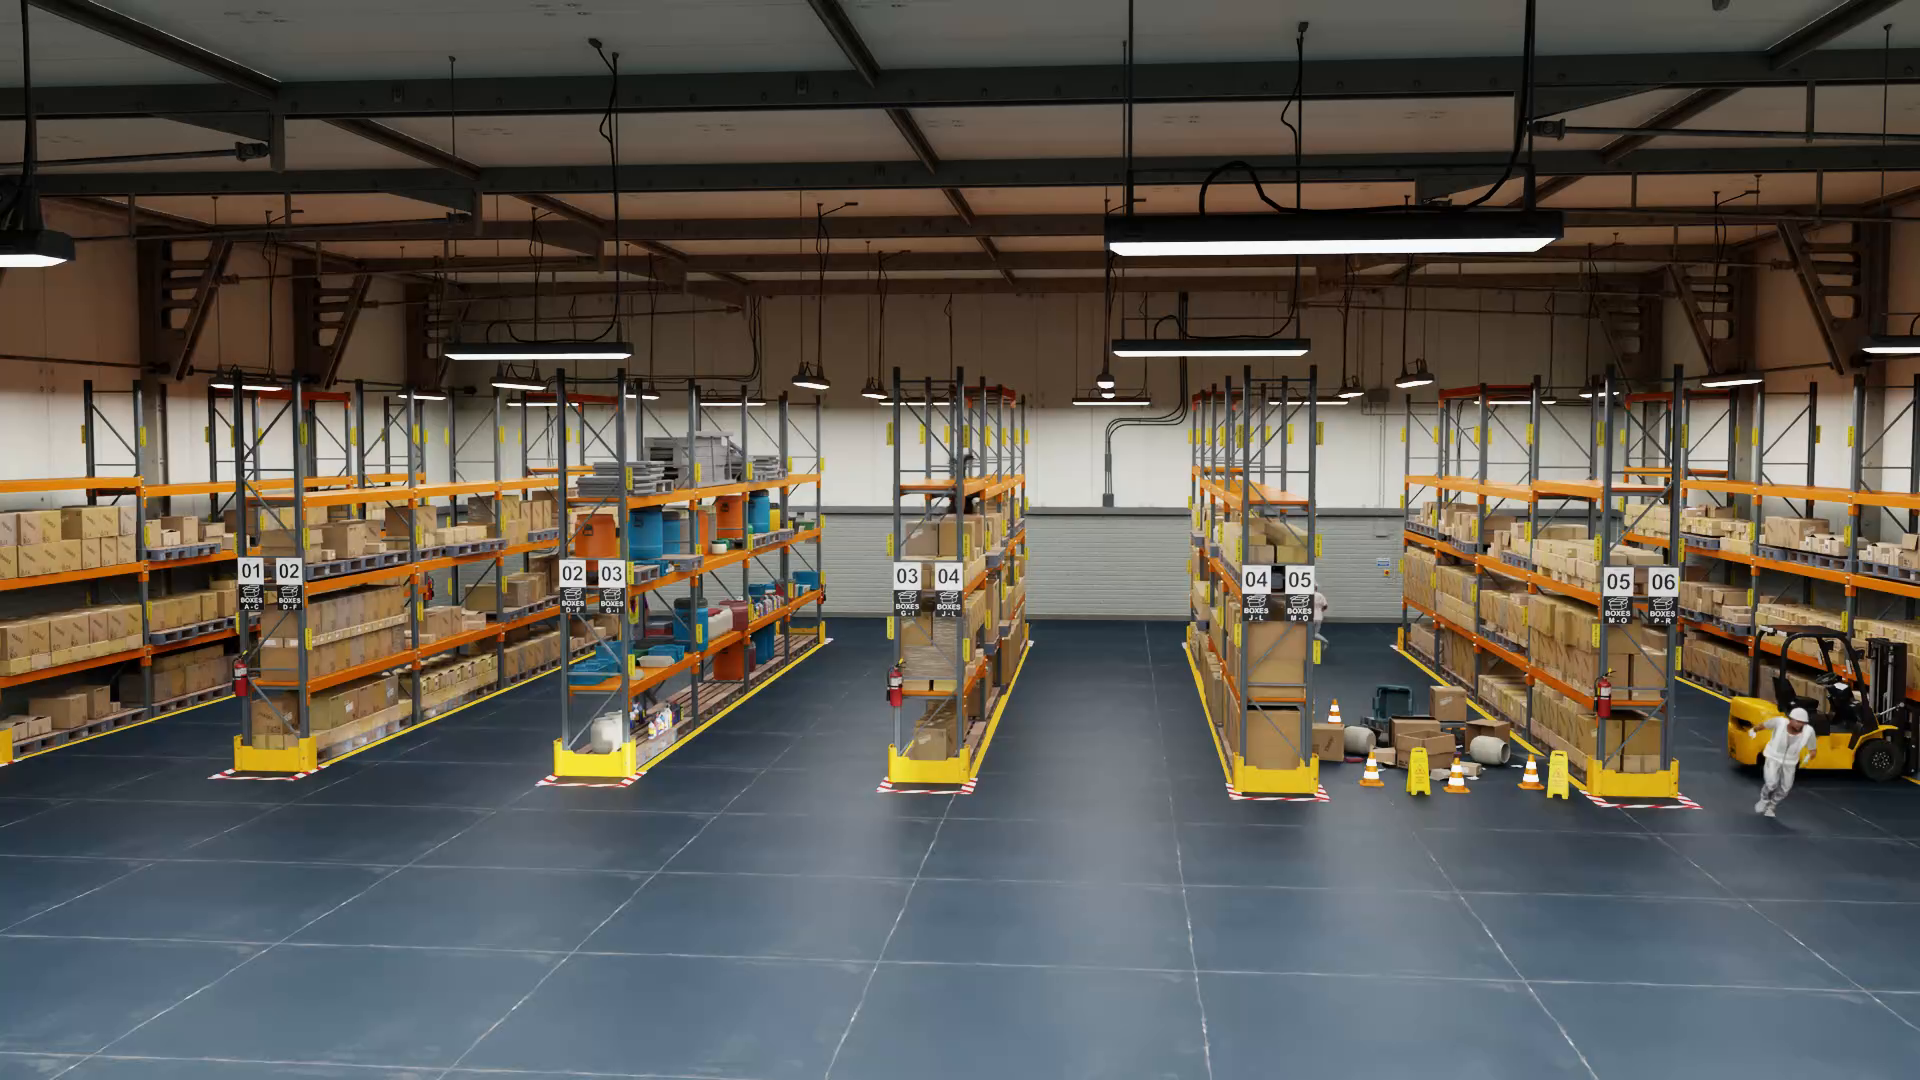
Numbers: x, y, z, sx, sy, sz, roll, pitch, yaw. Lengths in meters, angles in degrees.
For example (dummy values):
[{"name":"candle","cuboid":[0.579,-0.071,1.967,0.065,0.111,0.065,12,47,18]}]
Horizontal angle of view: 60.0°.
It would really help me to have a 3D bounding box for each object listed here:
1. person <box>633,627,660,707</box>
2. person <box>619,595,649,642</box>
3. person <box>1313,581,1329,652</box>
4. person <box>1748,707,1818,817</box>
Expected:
[{"name":"person","cuboid":[-5.670,2.338,29.806,0.572,1.648,0.658,-1,4,-9]},{"name":"person","cuboid":[-7.338,1.872,37.439,0.671,1.596,0.938,-1,4,-16]},{"name":"person","cuboid":[8.063,1.798,37.828,0.674,1.734,0.707,-2,4,-25]},{"name":"person","cuboid":[10.678,2.882,21.522,0.673,1.539,1.023,1,4,10]}]
